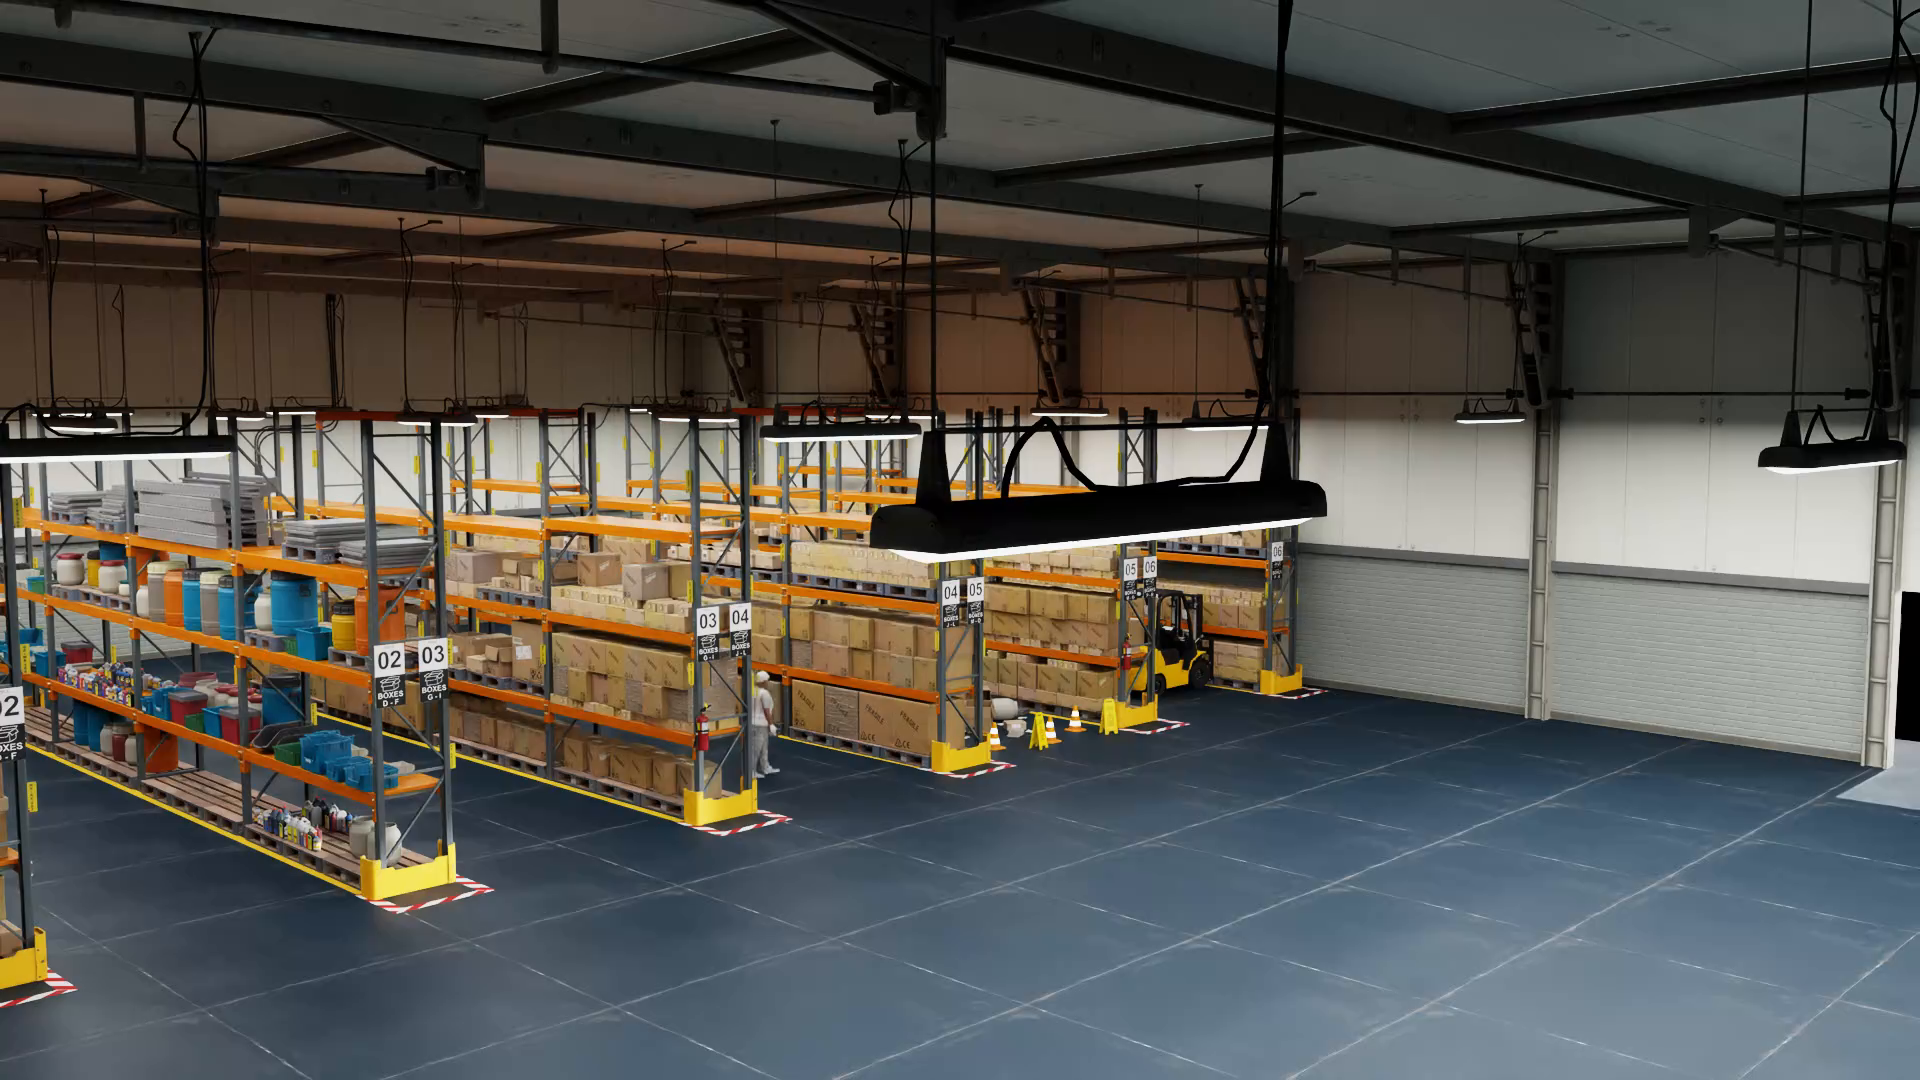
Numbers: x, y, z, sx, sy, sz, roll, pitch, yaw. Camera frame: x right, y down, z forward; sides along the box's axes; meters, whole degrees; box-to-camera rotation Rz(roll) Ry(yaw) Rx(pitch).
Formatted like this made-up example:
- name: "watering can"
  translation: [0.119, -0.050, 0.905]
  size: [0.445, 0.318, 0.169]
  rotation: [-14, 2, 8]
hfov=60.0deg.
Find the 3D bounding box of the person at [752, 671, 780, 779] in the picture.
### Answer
- name: "person"
  translation: [-3.227, 3.030, 27.394]
  size: [0.585, 1.777, 0.612]
  rotation: [-1, 5, -16]
